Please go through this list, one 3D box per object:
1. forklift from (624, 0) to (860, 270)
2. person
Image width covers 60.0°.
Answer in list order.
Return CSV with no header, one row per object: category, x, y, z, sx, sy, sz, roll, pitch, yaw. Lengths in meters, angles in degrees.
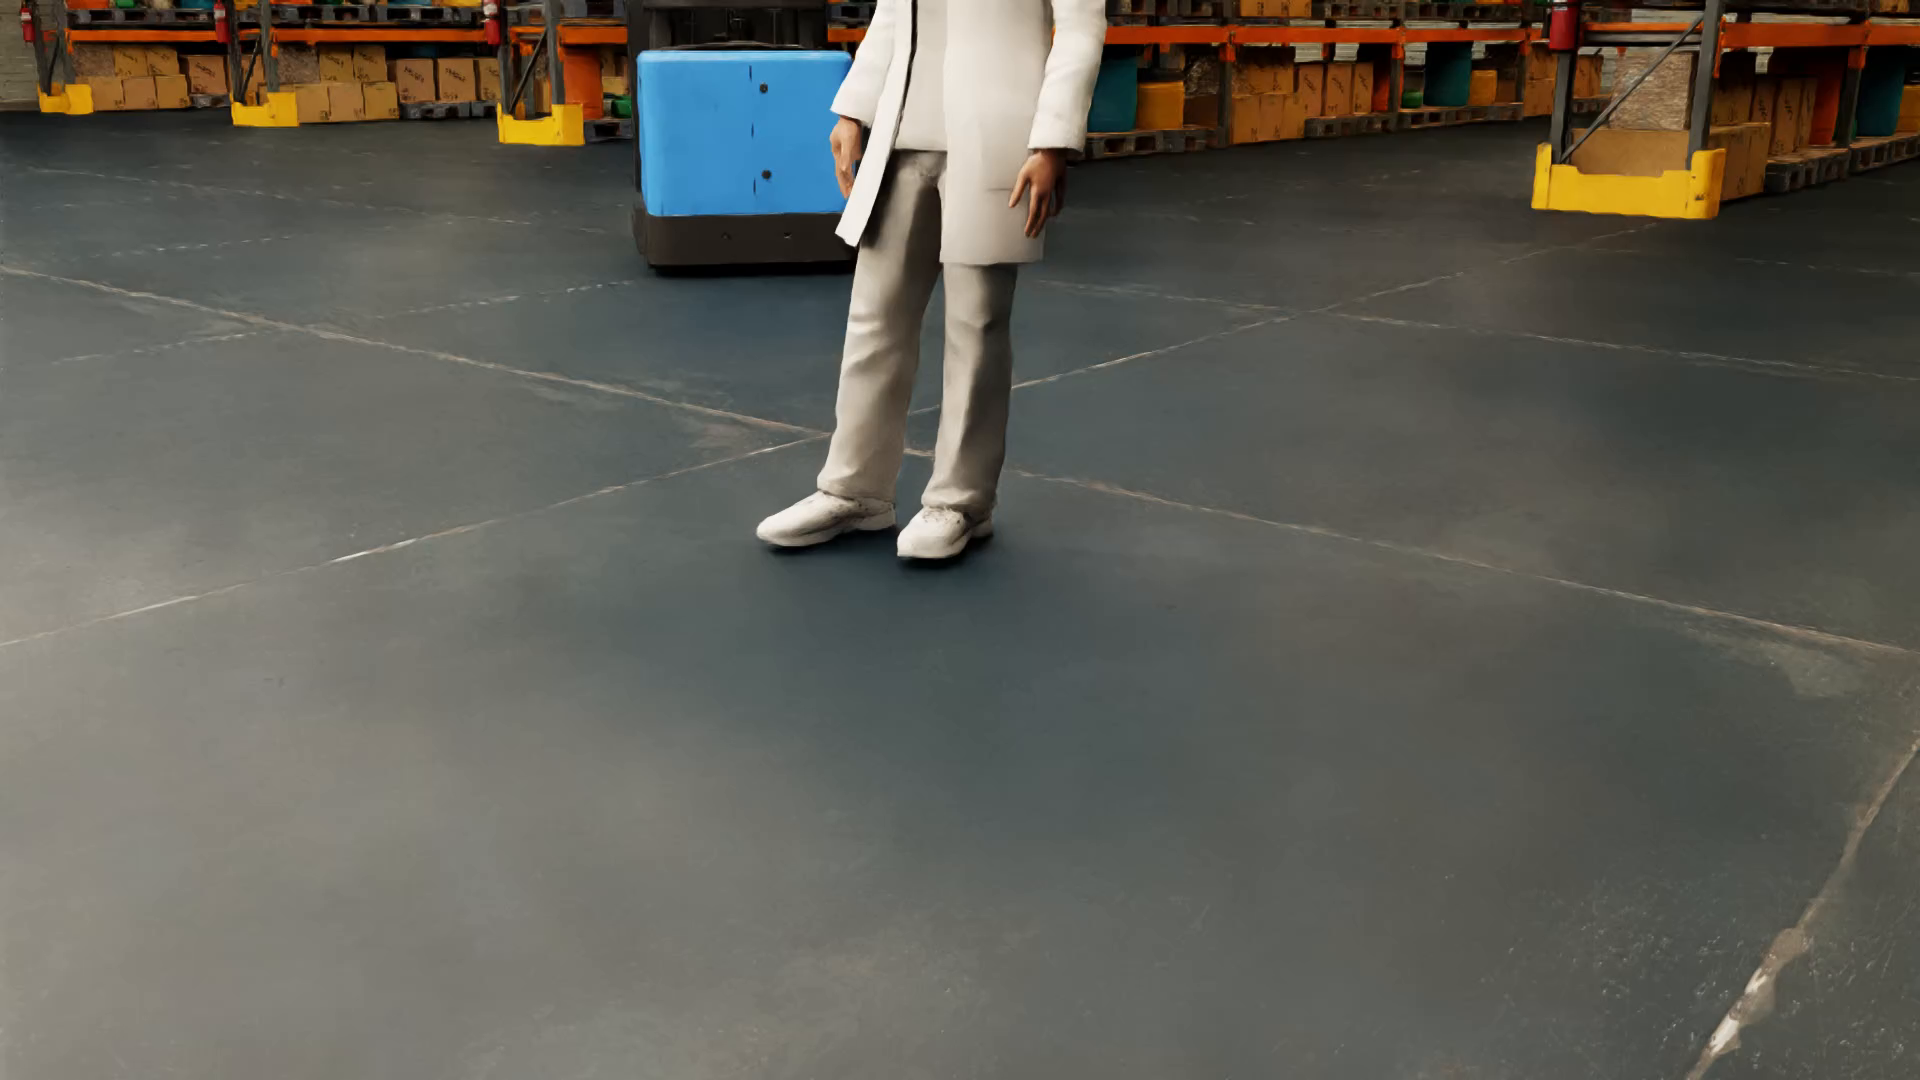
forklift,-1.316,-3.129,9.203,1.130,2.935,3.031,-4,17,-12
person,-0.061,-0.838,3.617,0.694,1.776,0.579,13,21,37
